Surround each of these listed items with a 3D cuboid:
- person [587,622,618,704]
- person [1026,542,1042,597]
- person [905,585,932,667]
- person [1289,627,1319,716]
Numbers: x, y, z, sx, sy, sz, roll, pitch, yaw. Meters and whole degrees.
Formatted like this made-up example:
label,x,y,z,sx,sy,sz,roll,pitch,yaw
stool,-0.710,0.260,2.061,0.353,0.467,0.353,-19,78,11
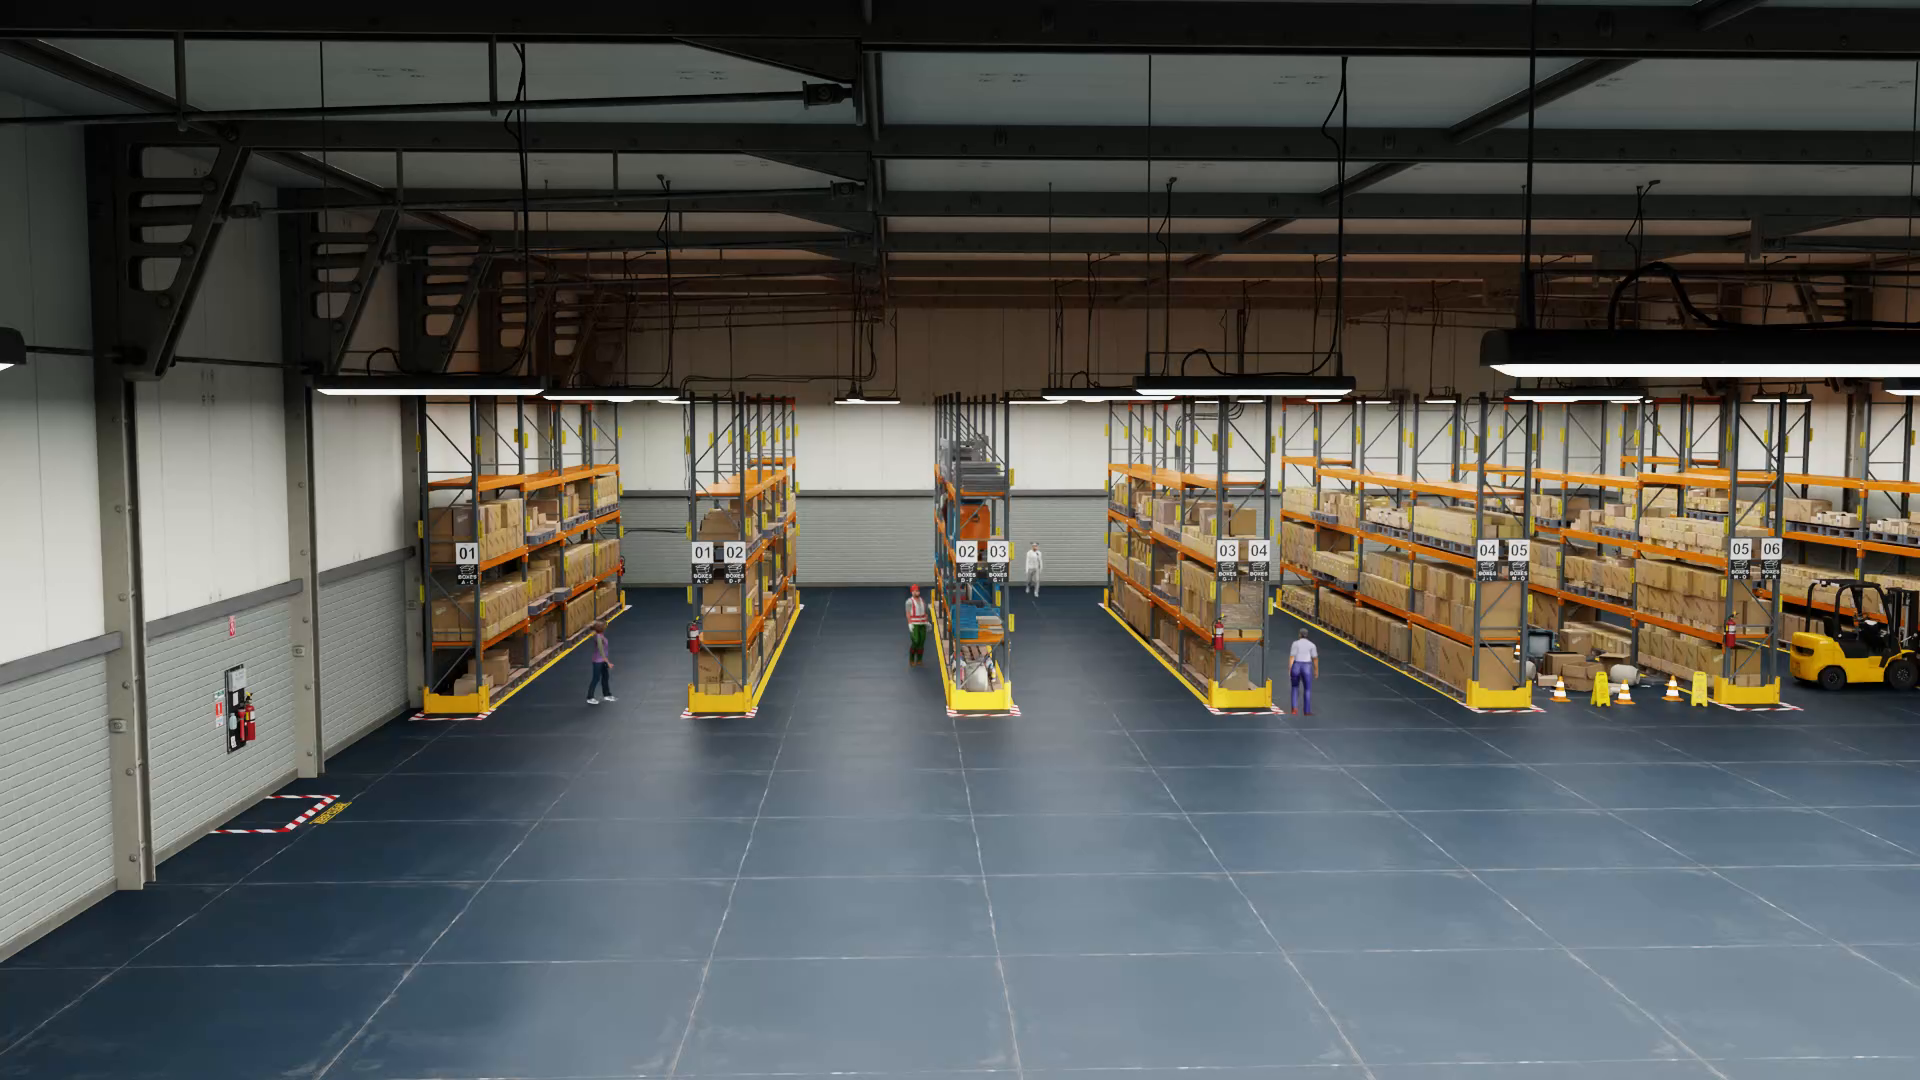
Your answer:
label,x,y,z,sx,sy,sz,roll,pitch,yaw
person,-6.945,2.370,32.179,0.534,1.605,0.579,0,5,-2
person,2.227,0.864,50.132,0.505,1.659,0.749,-1,5,-7
person,-0.913,1.905,36.815,0.585,1.819,0.428,-3,5,-33
person,6.373,2.452,30.804,0.506,1.688,0.397,3,5,29
